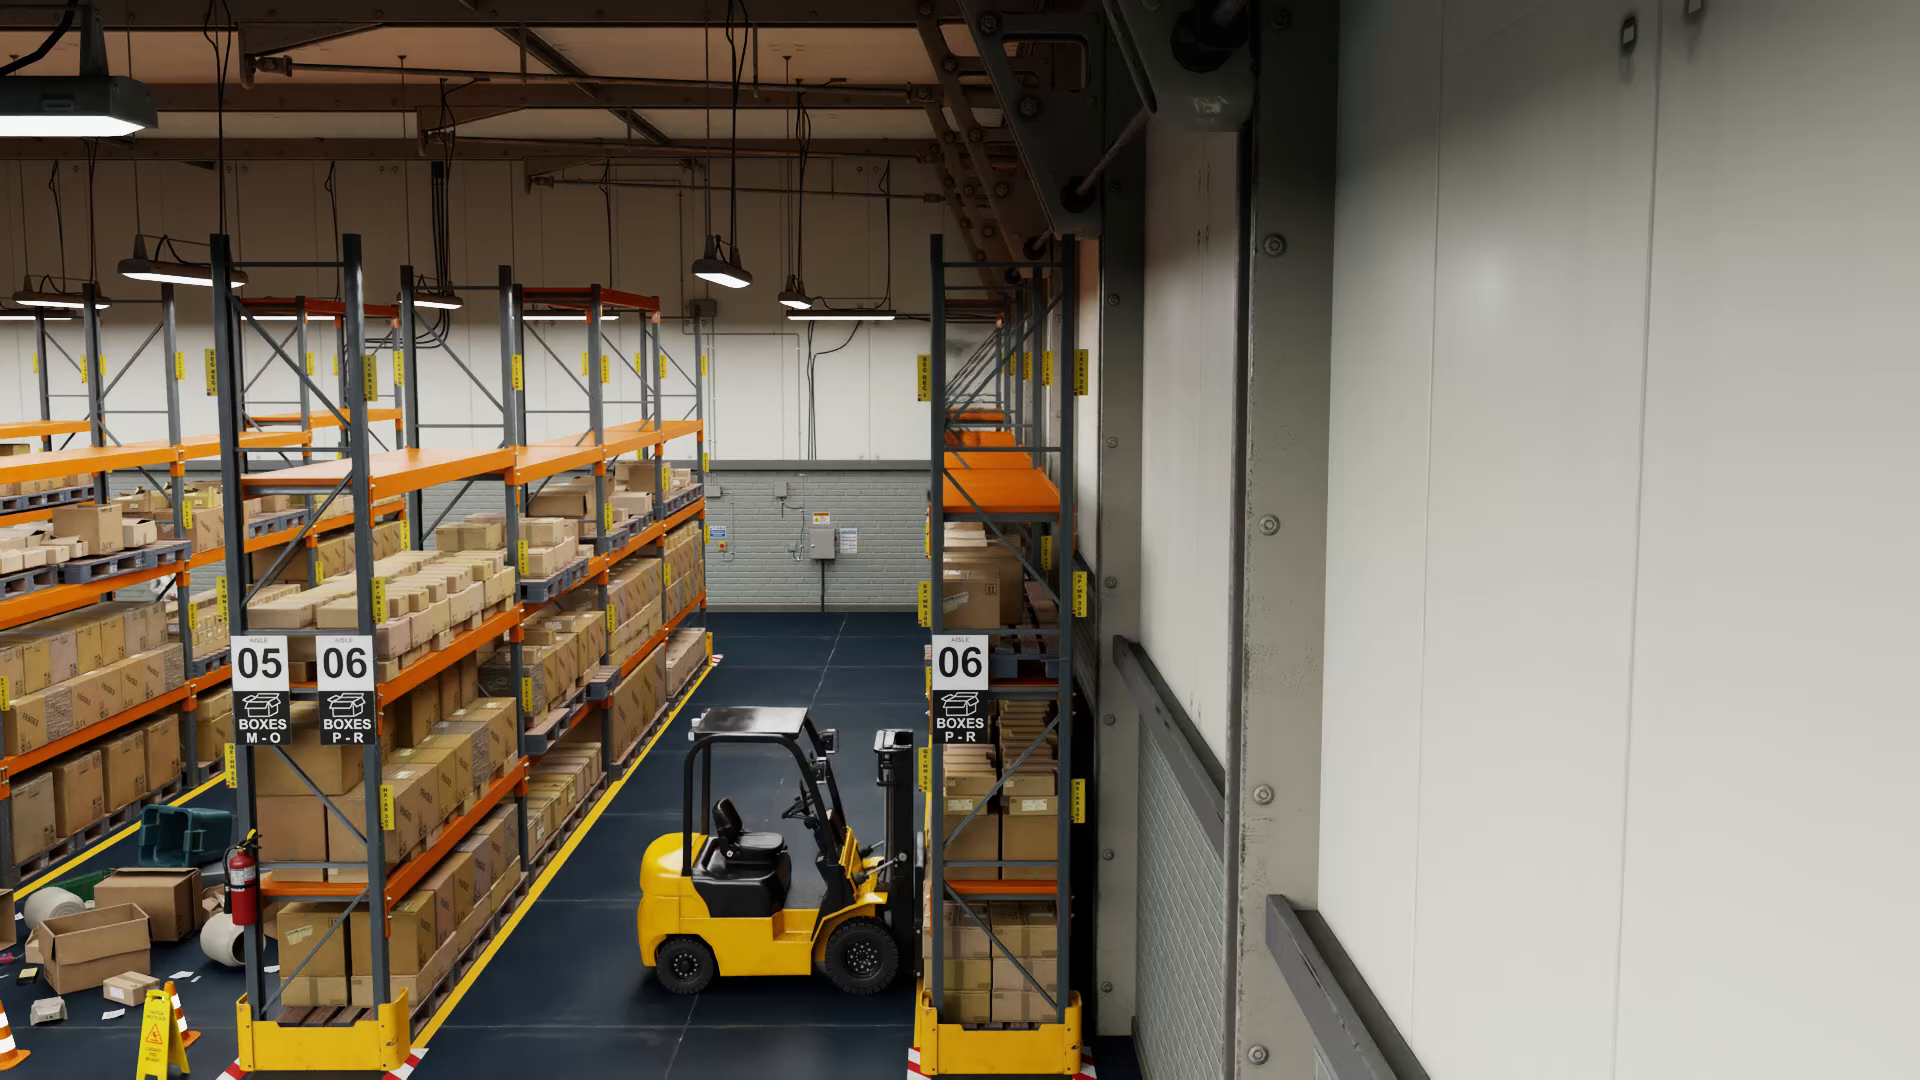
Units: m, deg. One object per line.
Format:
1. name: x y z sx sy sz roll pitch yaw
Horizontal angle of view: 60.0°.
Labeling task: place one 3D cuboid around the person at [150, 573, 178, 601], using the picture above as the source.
1. person: -13.649 1.120 28.767 0.659 1.811 0.825 -6 9 -43

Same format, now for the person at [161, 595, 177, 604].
1. person: -11.344 1.669 23.868 0.633 1.798 0.674 0 6 1
